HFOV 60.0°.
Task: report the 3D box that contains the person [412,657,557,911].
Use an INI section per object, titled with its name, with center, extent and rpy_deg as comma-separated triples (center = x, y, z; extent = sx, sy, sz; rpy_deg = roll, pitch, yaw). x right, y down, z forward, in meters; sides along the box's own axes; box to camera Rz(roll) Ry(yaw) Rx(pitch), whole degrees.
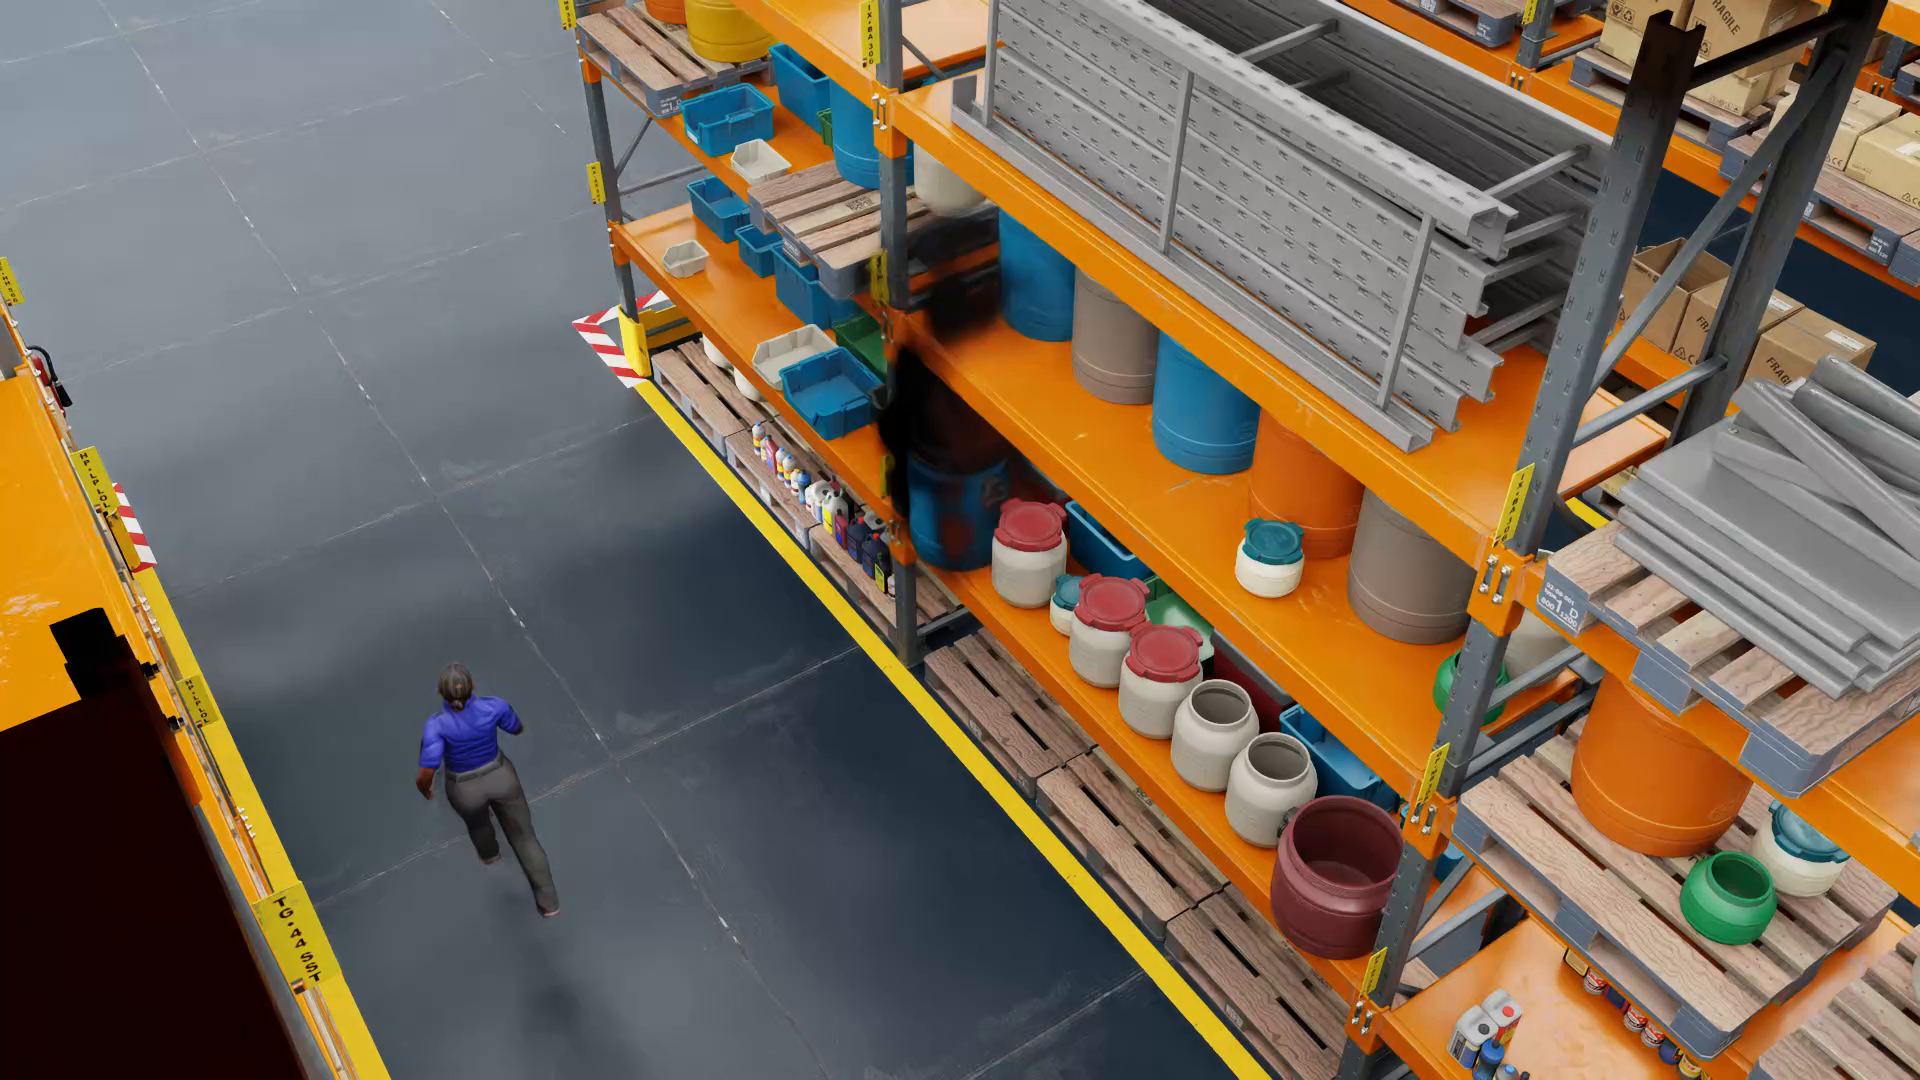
[person]
center = -2.521, 1.293, 8.717
extent = 0.594, 1.688, 0.864
rpy_deg = -21, 46, -21
